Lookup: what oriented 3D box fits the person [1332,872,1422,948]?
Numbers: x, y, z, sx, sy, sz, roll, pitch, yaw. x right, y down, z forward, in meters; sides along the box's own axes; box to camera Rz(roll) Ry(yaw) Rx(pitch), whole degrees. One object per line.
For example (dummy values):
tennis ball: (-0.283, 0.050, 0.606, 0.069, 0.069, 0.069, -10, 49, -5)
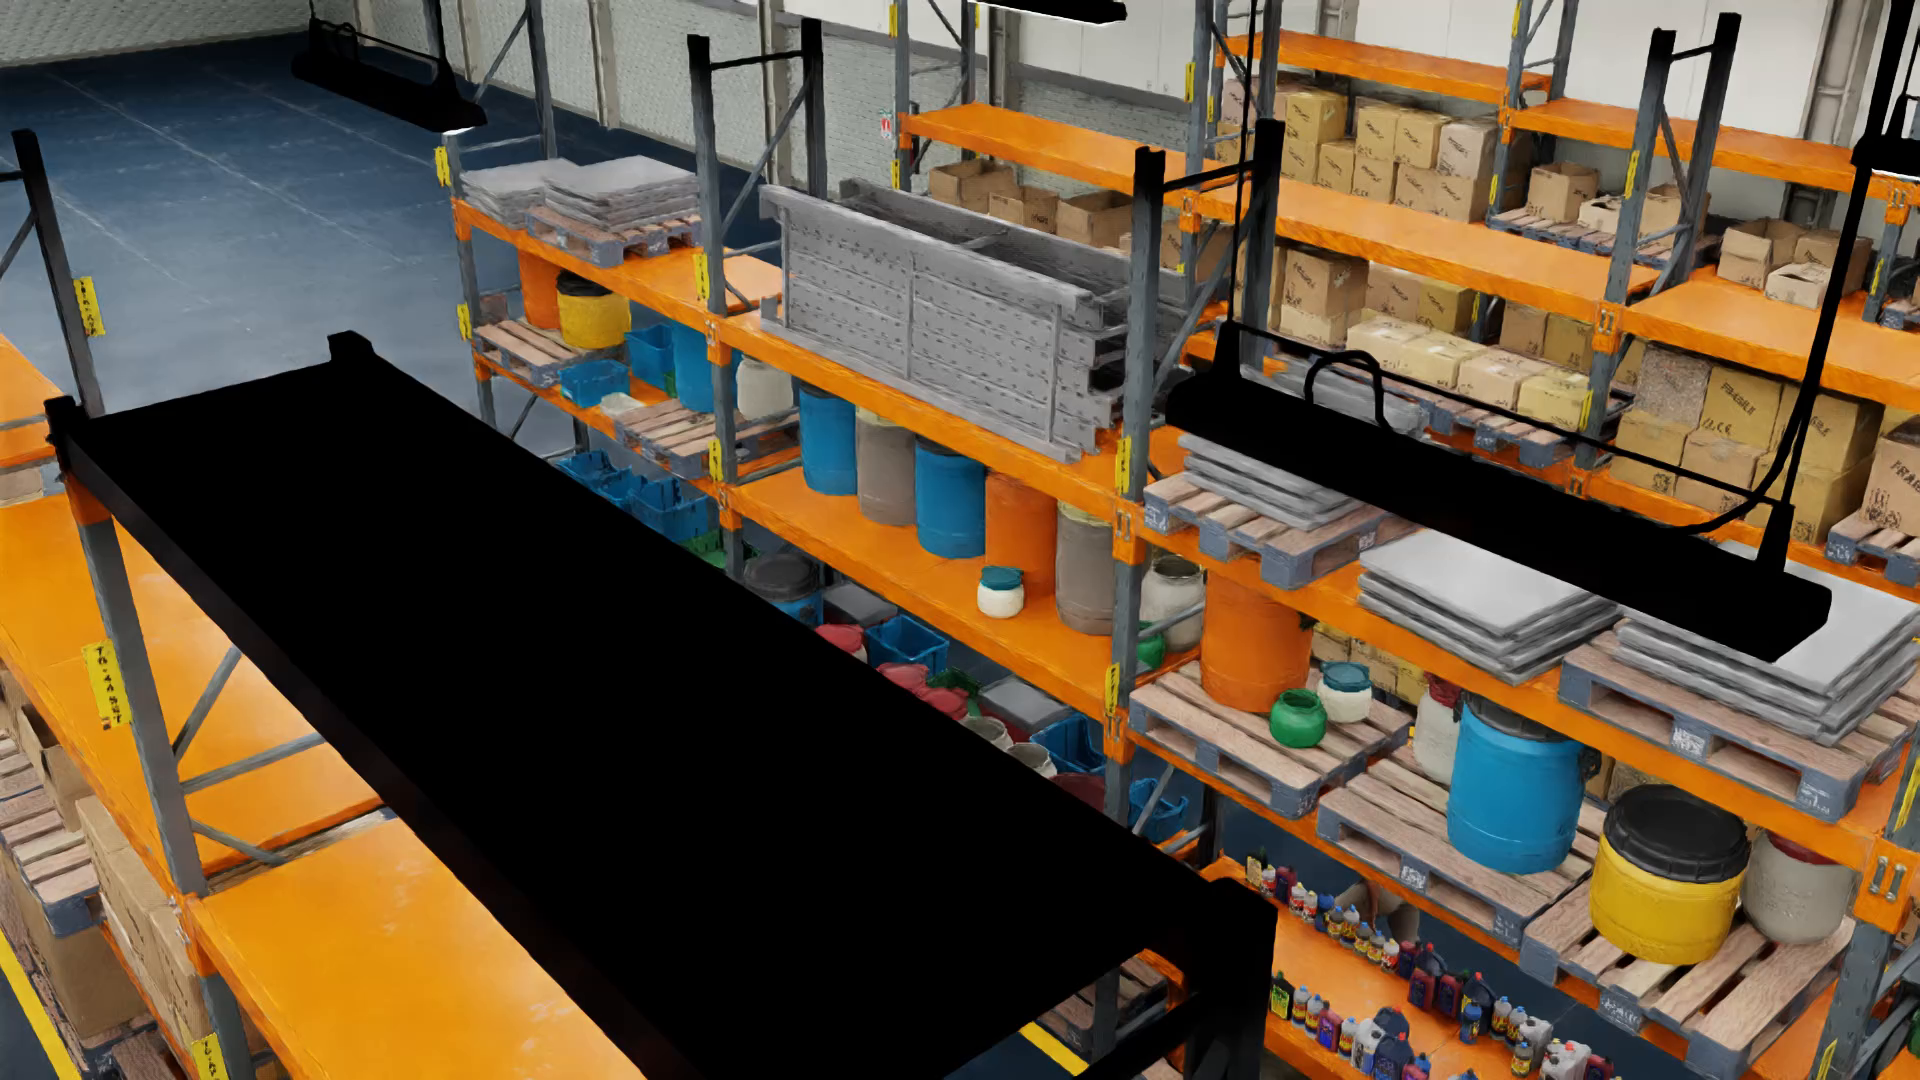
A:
person: (2.827, 2.318, 11.185, 0.695, 1.671, 0.837, -18, 32, -31)
